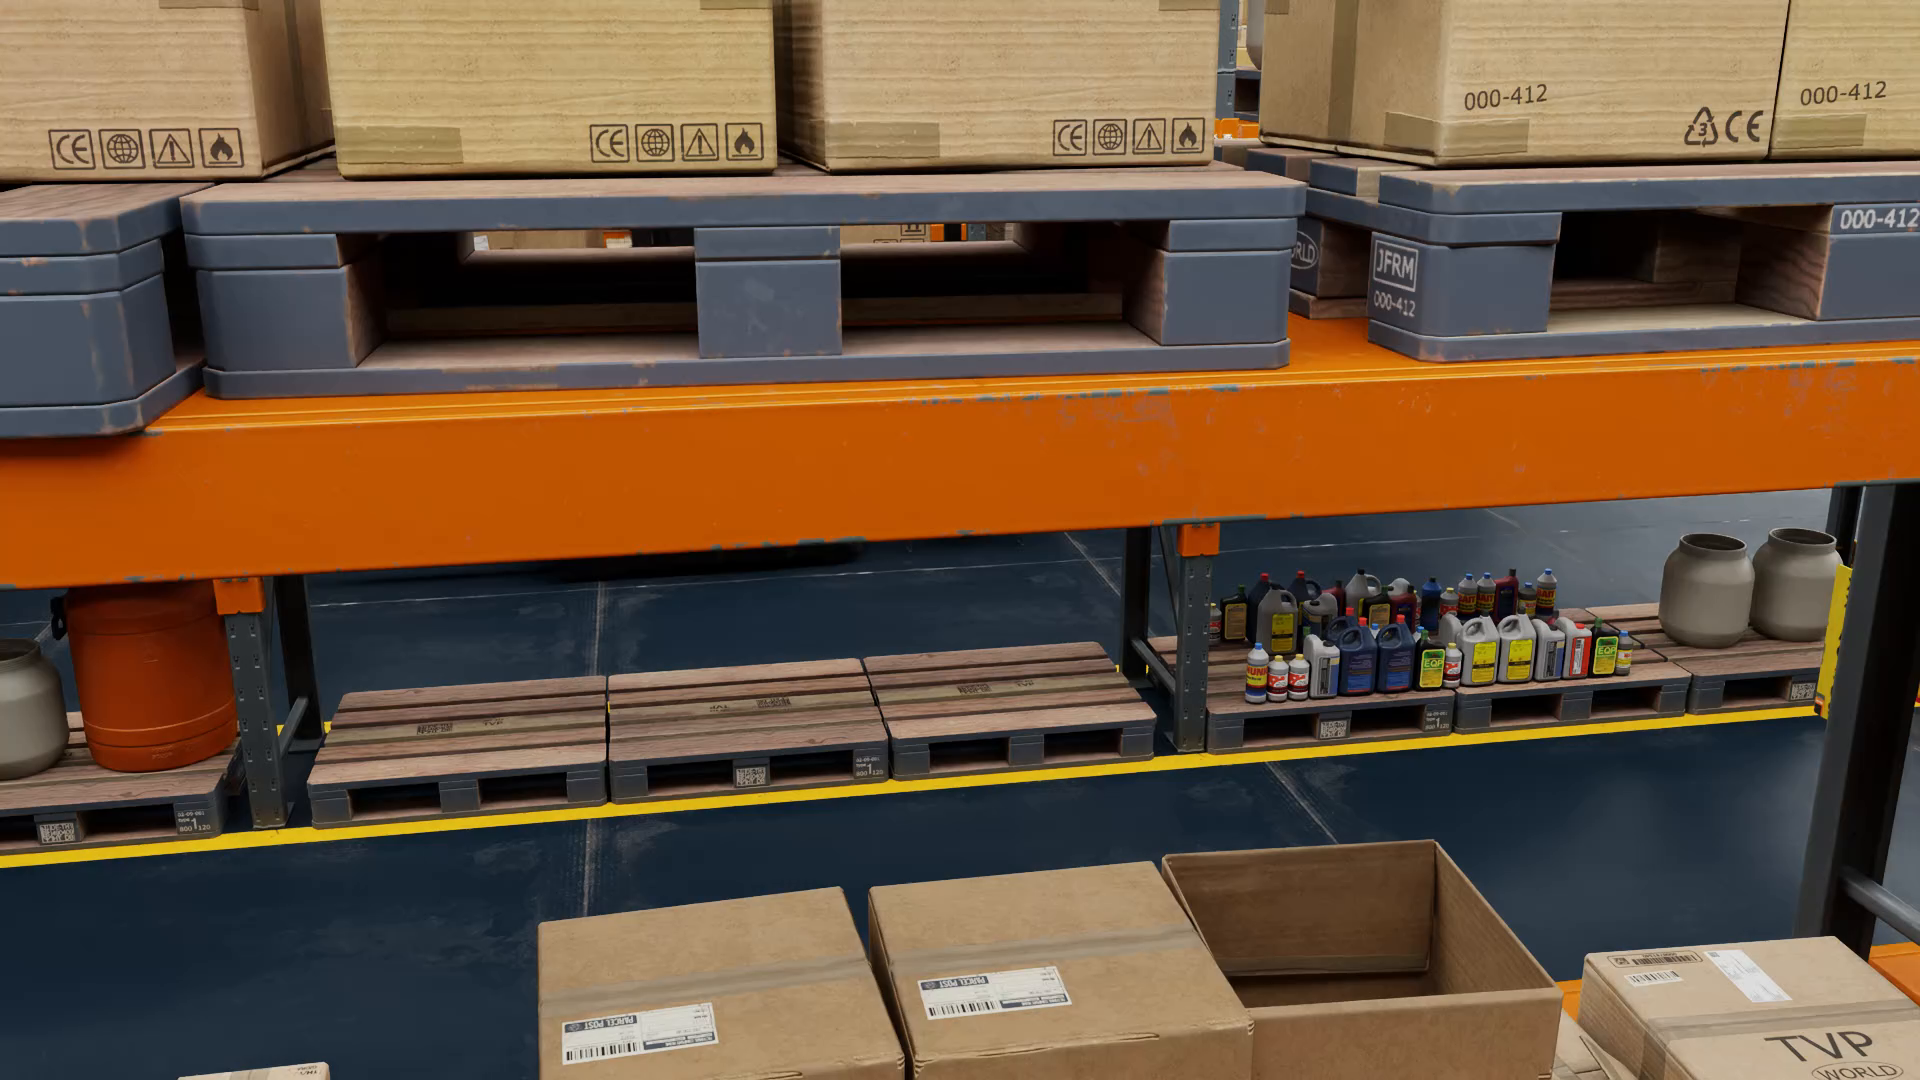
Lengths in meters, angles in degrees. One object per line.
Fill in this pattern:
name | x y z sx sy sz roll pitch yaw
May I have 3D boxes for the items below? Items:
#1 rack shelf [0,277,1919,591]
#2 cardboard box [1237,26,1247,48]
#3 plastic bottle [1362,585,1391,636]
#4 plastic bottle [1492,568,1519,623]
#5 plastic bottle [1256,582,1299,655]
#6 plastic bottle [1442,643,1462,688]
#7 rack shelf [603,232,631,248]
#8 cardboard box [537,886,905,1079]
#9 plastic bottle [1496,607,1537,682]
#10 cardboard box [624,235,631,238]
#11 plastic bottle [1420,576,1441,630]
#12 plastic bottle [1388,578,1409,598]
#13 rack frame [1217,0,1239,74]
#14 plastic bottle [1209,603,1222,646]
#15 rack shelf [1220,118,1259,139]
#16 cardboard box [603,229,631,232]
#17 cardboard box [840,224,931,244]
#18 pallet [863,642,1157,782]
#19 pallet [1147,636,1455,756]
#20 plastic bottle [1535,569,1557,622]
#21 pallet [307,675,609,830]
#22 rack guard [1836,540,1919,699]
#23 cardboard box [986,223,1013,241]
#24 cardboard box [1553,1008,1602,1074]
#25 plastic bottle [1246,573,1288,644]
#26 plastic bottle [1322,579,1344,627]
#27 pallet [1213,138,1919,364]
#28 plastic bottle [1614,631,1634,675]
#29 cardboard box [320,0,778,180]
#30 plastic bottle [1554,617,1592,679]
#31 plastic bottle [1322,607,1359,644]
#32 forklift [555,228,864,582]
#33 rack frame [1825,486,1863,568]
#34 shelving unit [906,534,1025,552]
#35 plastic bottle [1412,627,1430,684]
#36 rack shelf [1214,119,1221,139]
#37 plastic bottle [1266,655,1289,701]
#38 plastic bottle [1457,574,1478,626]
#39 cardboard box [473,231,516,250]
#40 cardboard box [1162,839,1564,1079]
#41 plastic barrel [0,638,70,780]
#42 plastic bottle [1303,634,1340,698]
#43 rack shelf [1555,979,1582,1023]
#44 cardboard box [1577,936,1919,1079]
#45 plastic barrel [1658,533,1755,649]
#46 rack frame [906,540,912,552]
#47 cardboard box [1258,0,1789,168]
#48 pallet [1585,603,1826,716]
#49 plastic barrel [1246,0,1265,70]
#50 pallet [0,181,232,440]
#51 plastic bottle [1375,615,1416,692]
rack shelf | -0.060 -0.149 2.304 4.000 0.370 1.077 -3 17 -10
cardboard box | 1.925 -3.616 11.943 0.250 0.149 0.380 -3 17 -9
plastic bottle | 2.095 0.370 8.375 0.133 0.283 0.061 -3 17 -10
plastic bottle | 2.830 0.285 8.651 0.133 0.283 0.061 -3 17 -10
plastic bottle | 1.572 0.380 8.227 0.185 0.351 0.144 -3 17 -10
plastic bottle | 2.306 0.584 7.818 0.097 0.201 0.097 0 17 0
rack shelf | -2.778 -3.006 16.716 4.000 0.370 1.077 -3 17 -10
cardboard box | -0.380 0.907 2.581 0.500 0.500 0.500 -4 18 -13
plastic bottle | 2.624 0.488 7.877 0.185 0.351 0.144 -3 17 -8
cardboard box | -2.314 -2.111 12.088 0.258 0.266 0.396 -4 17 -12
plastic bottle | 2.422 0.320 8.559 0.097 0.271 0.097 0 17 0
plastic bottle | 2.211 0.338 8.493 0.135 0.276 0.152 -3 17 -9
rack frame | 0.967 -3.466 6.770 0.127 3.000 1.000 -3 17 -10
plastic bottle | 1.264 0.419 8.356 0.097 0.201 0.097 0 17 0
rack shelf | 2.931 -1.800 7.679 4.000 0.370 1.077 -3 17 -10
cardboard box | -3.255 -3.291 16.247 0.500 0.500 0.500 -3 17 -10
cardboard box | -0.779 -2.510 12.137 1.000 1.000 1.000 -3 17 -10
pallet | 0.204 0.790 7.882 1.213 0.211 1.003 -3 17 -10
pallet | 1.635 0.709 8.143 1.213 0.211 1.003 -3 17 -10
plastic bottle | 3.055 0.284 8.676 0.097 0.271 0.097 0 17 0
pallet | -2.192 0.925 7.439 1.213 0.211 1.003 -3 17 -10
rack guard | 4.829 0.392 8.686 0.348 0.500 1.175 -3 17 -10
cardboard box | 0.481 -2.223 12.265 0.500 0.500 0.875 -3 17 -10
cardboard box | 0.995 0.940 3.069 0.250 0.149 0.380 -3 17 -10
plastic bottle | 1.545 0.339 8.363 0.185 0.351 0.144 -4 17 -12
plastic bottle | 1.886 0.339 8.476 0.133 0.283 0.061 -2 17 -7
pallet | 1.040 -0.460 2.417 1.217 0.209 0.805 -4 18 -13
plastic bottle | 3.175 0.535 7.978 0.097 0.201 0.097 0 17 0
cardboard box | -0.514 -0.615 2.136 0.500 0.250 0.500 -4 17 -12
plastic bottle | 2.922 0.505 7.947 0.135 0.276 0.152 -3 17 -10
plastic bottle | 1.811 0.491 7.868 0.185 0.351 0.144 -3 17 -10
forklift | -2.172 -1.319 10.113 3.031 2.935 1.130 -3 17 -11
rack frame | 4.895 -0.821 8.377 0.127 3.000 1.000 -3 17 -10
shelving unit | 0.007 -0.717 10.593 0.755 1.500 0.431 -3 17 -10
plastic bottle | 2.161 0.541 7.840 0.097 0.271 0.097 0 17 0
rack shelf | -0.996 -1.577 6.954 4.000 0.370 1.077 -3 17 -10
plastic bottle | 1.463 0.632 7.662 0.097 0.201 0.097 0 17 0
plastic bottle | 2.621 0.309 8.596 0.097 0.271 0.097 0 17 0
cardboard box | -3.377 -2.094 11.634 0.500 0.500 0.500 -5 18 -17
cardboard box | 0.629 0.849 2.767 0.500 0.500 0.500 -2 17 -6
plastic barrel | -3.975 0.702 6.938 0.421 0.512 0.421 0 17 0
plastic bottle | 1.676 0.576 7.717 0.135 0.276 0.152 -3 17 -8
rack shelf | -0.060 1.285 2.744 4.000 0.370 1.077 -3 17 -10
cardboard box | 1.428 0.941 2.893 0.500 0.250 0.500 -2 17 -7
plastic barrel | 3.771 0.254 8.398 0.421 0.512 0.421 0 17 0
rack frame | -0.353 -0.697 10.526 0.023 1.500 0.400 -3 17 -10
cardboard box | 0.758 -0.670 2.316 0.500 0.250 0.500 -5 18 -16
pallet | 4.030 0.573 8.586 1.213 0.211 1.003 -3 17 -10
plastic barrel | 1.427 -2.254 7.026 0.421 0.512 0.421 0 17 0
pallet | -1.375 -0.355 2.070 1.003 0.211 1.213 -2 17 -8
plastic bottle | 2.024 0.522 7.767 0.185 0.351 0.144 -4 18 -13
